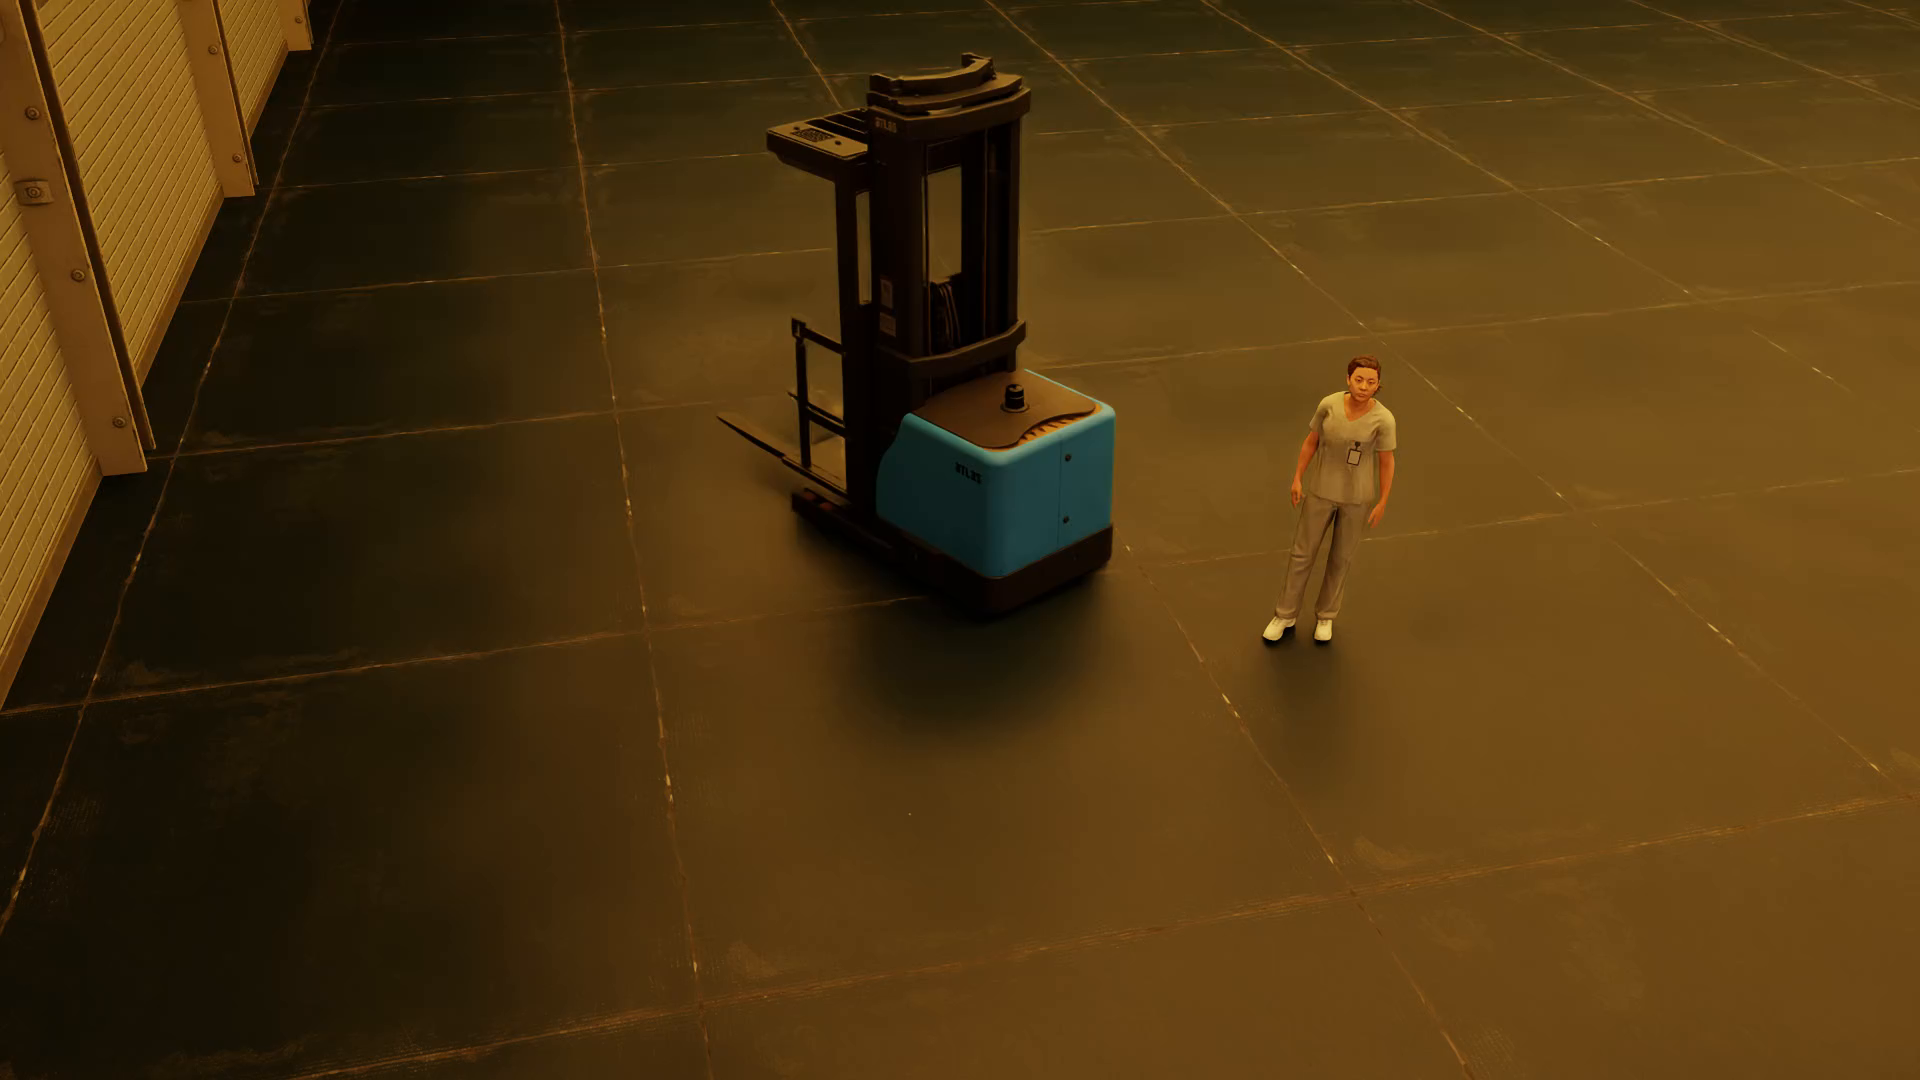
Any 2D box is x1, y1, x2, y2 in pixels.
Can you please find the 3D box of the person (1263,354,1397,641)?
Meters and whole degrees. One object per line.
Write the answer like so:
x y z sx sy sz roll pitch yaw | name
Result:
2.075 -0.208 9.184 0.548 1.662 0.549 13 32 21 | person

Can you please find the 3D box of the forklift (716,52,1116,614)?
-0.435 -1.496 10.159 1.130 2.935 3.031 -24 38 -35 | forklift
